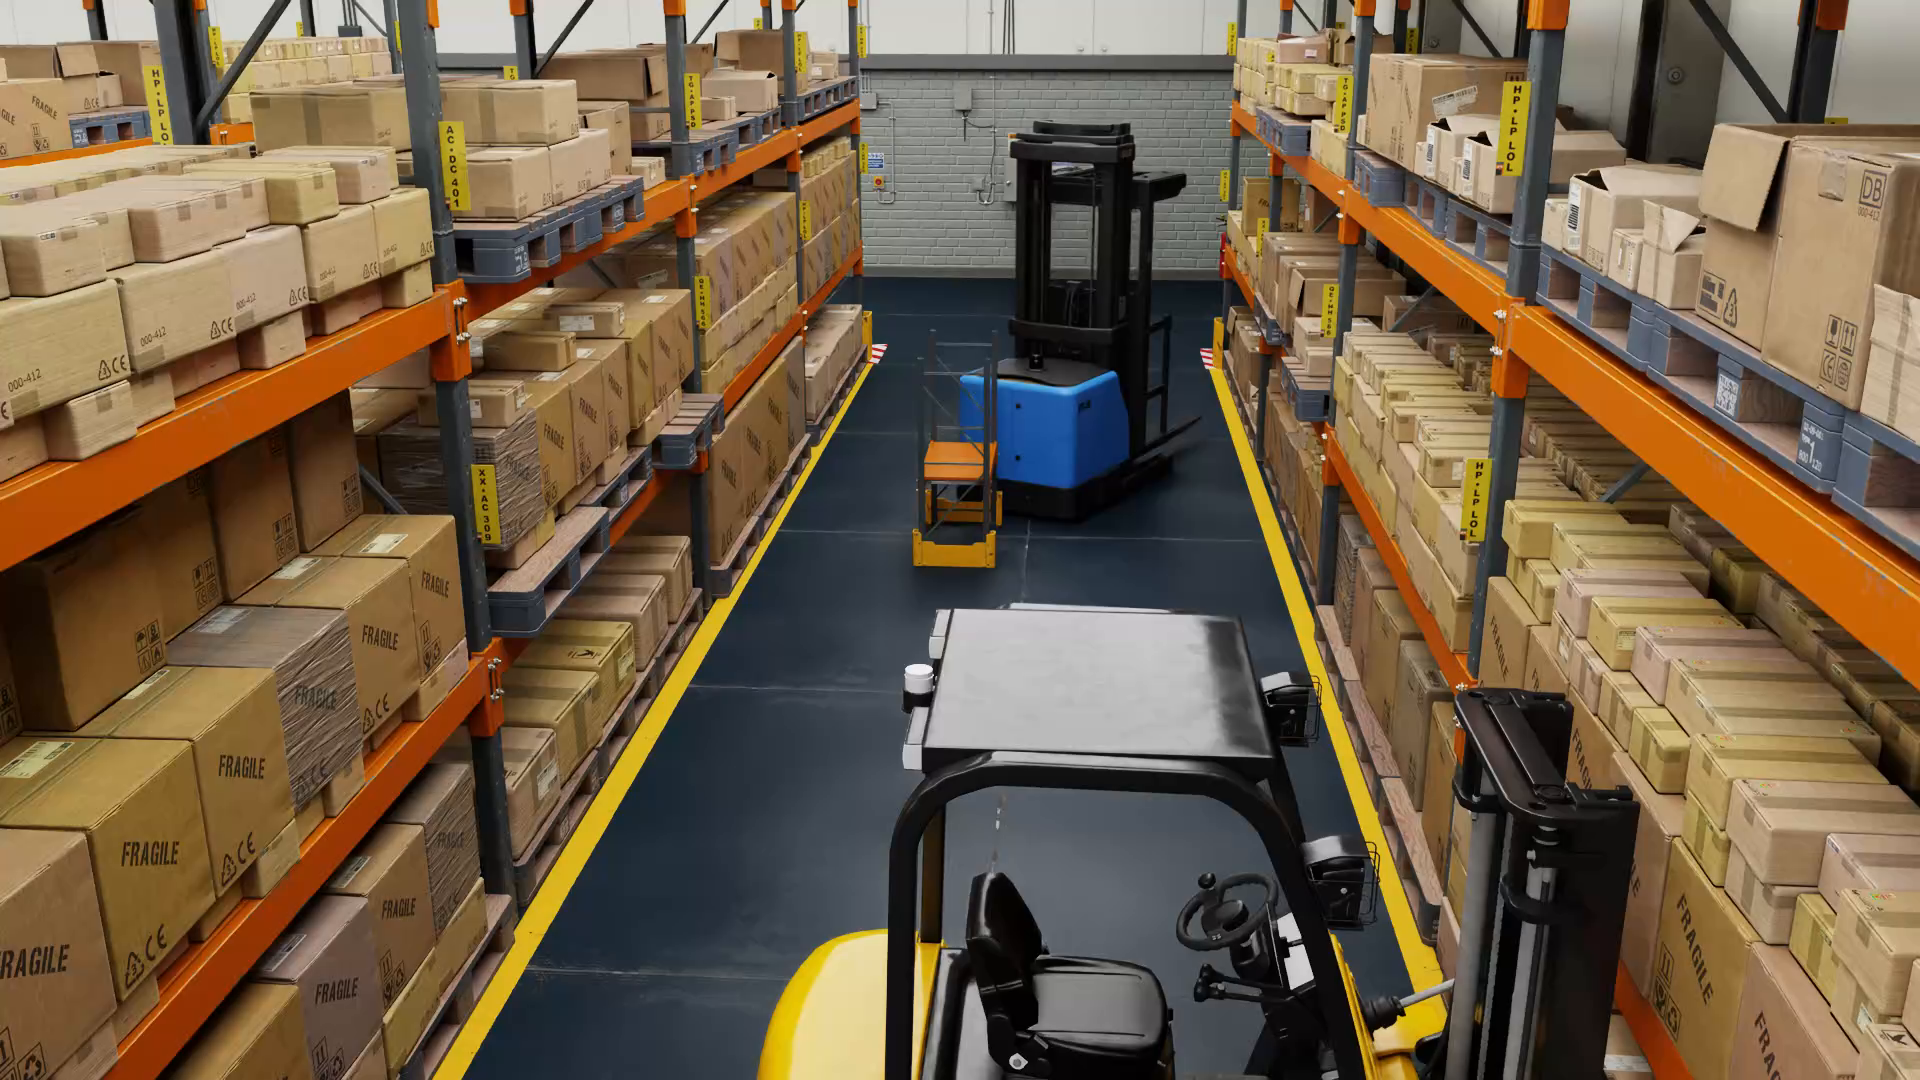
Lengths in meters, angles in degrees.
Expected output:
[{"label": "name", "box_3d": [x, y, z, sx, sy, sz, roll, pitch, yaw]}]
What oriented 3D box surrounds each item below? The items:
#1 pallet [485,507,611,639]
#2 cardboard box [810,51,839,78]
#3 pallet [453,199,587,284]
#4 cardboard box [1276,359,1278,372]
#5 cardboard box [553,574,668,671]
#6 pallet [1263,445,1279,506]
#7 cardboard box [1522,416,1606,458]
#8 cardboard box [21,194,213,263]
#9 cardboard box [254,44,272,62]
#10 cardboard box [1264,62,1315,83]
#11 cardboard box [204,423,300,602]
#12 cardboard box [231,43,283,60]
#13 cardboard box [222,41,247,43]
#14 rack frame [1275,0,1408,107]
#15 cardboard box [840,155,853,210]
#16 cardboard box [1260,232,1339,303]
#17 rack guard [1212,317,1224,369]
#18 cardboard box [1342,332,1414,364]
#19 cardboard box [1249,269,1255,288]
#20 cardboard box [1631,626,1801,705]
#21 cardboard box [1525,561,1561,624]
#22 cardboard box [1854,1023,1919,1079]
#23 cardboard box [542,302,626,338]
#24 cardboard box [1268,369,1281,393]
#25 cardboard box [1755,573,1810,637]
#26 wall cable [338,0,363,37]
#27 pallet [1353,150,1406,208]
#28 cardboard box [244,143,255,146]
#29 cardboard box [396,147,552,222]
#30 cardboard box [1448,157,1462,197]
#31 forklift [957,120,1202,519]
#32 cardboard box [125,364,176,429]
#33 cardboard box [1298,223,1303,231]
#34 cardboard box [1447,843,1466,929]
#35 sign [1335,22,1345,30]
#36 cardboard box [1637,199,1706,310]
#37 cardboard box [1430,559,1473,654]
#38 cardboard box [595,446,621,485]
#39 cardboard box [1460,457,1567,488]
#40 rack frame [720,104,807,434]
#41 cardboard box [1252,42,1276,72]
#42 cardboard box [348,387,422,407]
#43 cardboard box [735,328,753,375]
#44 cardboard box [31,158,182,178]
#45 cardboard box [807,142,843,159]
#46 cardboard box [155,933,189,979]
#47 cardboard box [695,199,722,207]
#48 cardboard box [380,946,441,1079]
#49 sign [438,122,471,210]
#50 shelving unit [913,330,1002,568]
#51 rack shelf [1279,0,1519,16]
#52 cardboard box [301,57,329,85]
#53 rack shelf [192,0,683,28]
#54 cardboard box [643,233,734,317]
[{"label": "pallet", "box_3d": [-2.240, 0.117, 7.558, 1.003, 0.211, 1.213, 1, 18, 4]}, {"label": "cardboard box", "box_3d": [-1.523, -4.927, 17.230, 0.500, 0.250, 0.500, 0, 18, -1]}, {"label": "pallet", "box_3d": [-2.290, -1.266, 6.953, 1.213, 0.211, 1.003, 1, 18, 4]}, {"label": "cardboard box", "box_3d": [2.854, -1.470, 13.912, 0.380, 0.149, 0.250, 1, 18, 3]}, {"label": "cardboard box", "box_3d": [-2.249, 0.471, 9.714, 0.950, 0.372, 0.625, 1, 18, 3]}, {"label": "pallet", "box_3d": [3.064, -0.537, 13.722, 1.003, 0.211, 1.213, 1, 18, 4]}, {"label": "cardboard box", "box_3d": [2.894, -0.486, 7.886, 0.380, 0.149, 0.250, 1, 18, 3]}, {"label": "cardboard box", "box_3d": [-2.261, -0.838, 4.470, 0.380, 0.149, 0.250, 2, 18, 5]}, {"label": "cardboard box", "box_3d": [-6.471, -4.413, 15.054, 0.380, 0.149, 0.250, 1, 18, 2]}, {"label": "cardboard box", "box_3d": [2.625, -3.727, 13.253, 0.380, 0.149, 0.250, 2, 18, 6]}, {"label": "cardboard box", "box_3d": [-2.747, -0.114, 5.711, 0.700, 0.500, 0.500, 1, 18, 4]}, {"label": "cardboard box", "box_3d": [-6.473, -4.494, 15.300, 0.380, 0.149, 0.250, 1, 18, 2]}, {"label": "cardboard box", "box_3d": [-6.997, -4.670, 15.838, 0.380, 0.149, 0.250, 1, 18, 3]}, {"label": "rack frame", "box_3d": [3.084, -4.966, 13.127, 1.000, 3.000, 0.127, 1, 18, 4]}, {"label": "cardboard box", "box_3d": [-1.385, -3.672, 17.046, 0.500, 0.500, 0.500, 1, 18, 4]}, {"label": "cardboard box", "box_3d": [2.827, -2.217, 13.537, 0.700, 0.500, 0.500, 2, 18, 5]}, {"label": "rack guard", "box_3d": [3.366, -2.146, 18.170, 1.175, 0.500, 0.348, 1, 18, 4]}, {"label": "cardboard box", "box_3d": [2.481, -1.136, 9.871, 0.380, 0.149, 0.250, 2, 18, 6]}, {"label": "cardboard box", "box_3d": [2.883, -2.424, 15.407, 0.380, 0.149, 0.250, 1, 18, 3]}, {"label": "cardboard box", "box_3d": [2.179, 0.366, 4.807, 0.380, 0.149, 0.250, 1, 18, 4]}, {"label": "cardboard box", "box_3d": [2.209, 0.187, 5.832, 0.380, 0.149, 0.250, 2, 18, 5]}, {"label": "cardboard box", "box_3d": [1.958, 1.062, 3.163, 0.380, 0.149, 0.250, 2, 18, 5]}, {"label": "cardboard box", "box_3d": [-1.990, -1.165, 8.807, 0.380, 0.149, 0.250, 0, 18, 1]}, {"label": "cardboard box", "box_3d": [2.793, -1.330, 13.962, 0.380, 0.149, 0.250, 2, 18, 7]}, {"label": "cardboard box", "box_3d": [2.769, 0.217, 5.264, 0.380, 0.149, 0.250, 1, 18, 3]}, {"label": "wall cable", "box_3d": [-7.621, -9.747, 22.552, 2.277, 5.999, 0.120, 1, 18, 4]}, {"label": "pallet", "box_3d": [2.838, -1.996, 9.183, 1.213, 0.211, 1.003, 2, 18, 6]}, {"label": "cardboard box", "box_3d": [-6.911, -3.759, 16.834, 0.500, 0.500, 0.500, 1, 18, 3]}, {"label": "cardboard box", "box_3d": [-1.999, -1.467, 6.831, 0.500, 0.250, 0.500, 1, 18, 2]}, {"label": "cardboard box", "box_3d": [2.287, -1.532, 7.033, 0.380, 0.149, 0.250, 1, 18, 4]}, {"label": "forklift", "box_3d": [1.154, -1.963, 13.706, 1.130, 2.935, 3.031, 10, 21, 29]}, {"label": "cardboard box", "box_3d": [-2.312, -0.384, 4.364, 0.380, 0.149, 0.250, 1, 18, 2]}, {"label": "cardboard box", "box_3d": [3.524, -2.965, 16.418, 0.500, 0.250, 0.500, 2, 18, 6]}, {"label": "cardboard box", "box_3d": [2.168, 1.382, 6.326, 0.500, 0.250, 0.500, 1, 18, 4]}, {"label": "sign", "box_3d": [3.923, -5.185, 17.191, 0.100, 0.325, 0.005, 1, 18, 4]}, {"label": "cardboard box", "box_3d": [2.102, -0.785, 4.566, 0.396, 0.266, 0.258, 1, 18, 3]}, {"label": "cardboard box", "box_3d": [2.286, 0.278, 6.998, 0.500, 0.250, 0.500, 2, 18, 5]}, {"label": "cardboard box", "box_3d": [-1.964, -0.389, 8.523, 0.380, 0.149, 0.250, 2, 18, 6]}, {"label": "cardboard box", "box_3d": [2.384, -0.253, 7.175, 0.380, 0.149, 0.250, 1, 18, 4]}, {"label": "rack frame", "box_3d": [-1.867, -2.225, 14.396, 1.000, 3.000, 0.127, 1, 18, 4]}, {"label": "cardboard box", "box_3d": [2.985, -4.486, 15.440, 0.500, 0.250, 0.500, 2, 18, 5]}, {"label": "cardboard box", "box_3d": [-2.602, -0.431, 7.610, 0.500, 0.500, 0.500, 1, 18, 4]}, {"label": "cardboard box", "box_3d": [-1.805, -1.380, 12.060, 0.500, 0.250, 0.500, 2, 18, 6]}, {"label": "cardboard box", "box_3d": [-2.806, -1.172, 5.487, 0.380, 0.149, 0.250, 1, 18, 2]}, {"label": "cardboard box", "box_3d": [-1.394, -3.944, 16.833, 0.380, 0.149, 0.250, 2, 18, 5]}, {"label": "cardboard box", "box_3d": [-2.384, 1.119, 4.595, 0.380, 0.149, 0.250, 2, 18, 6]}, {"label": "cardboard box", "box_3d": [-2.194, -2.459, 13.343, 0.500, 0.500, 0.500, 1, 18, 4]}, {"label": "cardboard box", "box_3d": [-2.243, 1.722, 6.092, 0.500, 0.250, 0.500, 1, 18, 2]}, {"label": "sign", "box_3d": [-1.899, -1.402, 6.236, 0.100, 0.325, 0.005, 1, 18, 4]}, {"label": "shelving unit", "box_3d": [-0.005, -0.689, 12.117, 0.587, 1.500, 1.083, 1, 18, 4]}, {"label": "rack shelf", "box_3d": [2.941, -3.813, 11.406, 1.077, 0.370, 4.000, 1, 18, 4]}, {"label": "cardboard box", "box_3d": [-6.427, -4.515, 16.006, 0.500, 0.250, 0.500, 0, 18, 2]}, {"label": "rack shelf", "box_3d": [-2.297, -2.680, 7.949, 1.077, 0.370, 4.000, 1, 18, 4]}, {"label": "cardboard box", "box_3d": [-1.848, -1.807, 11.355, 0.500, 0.500, 0.500, 1, 18, 4]}]
